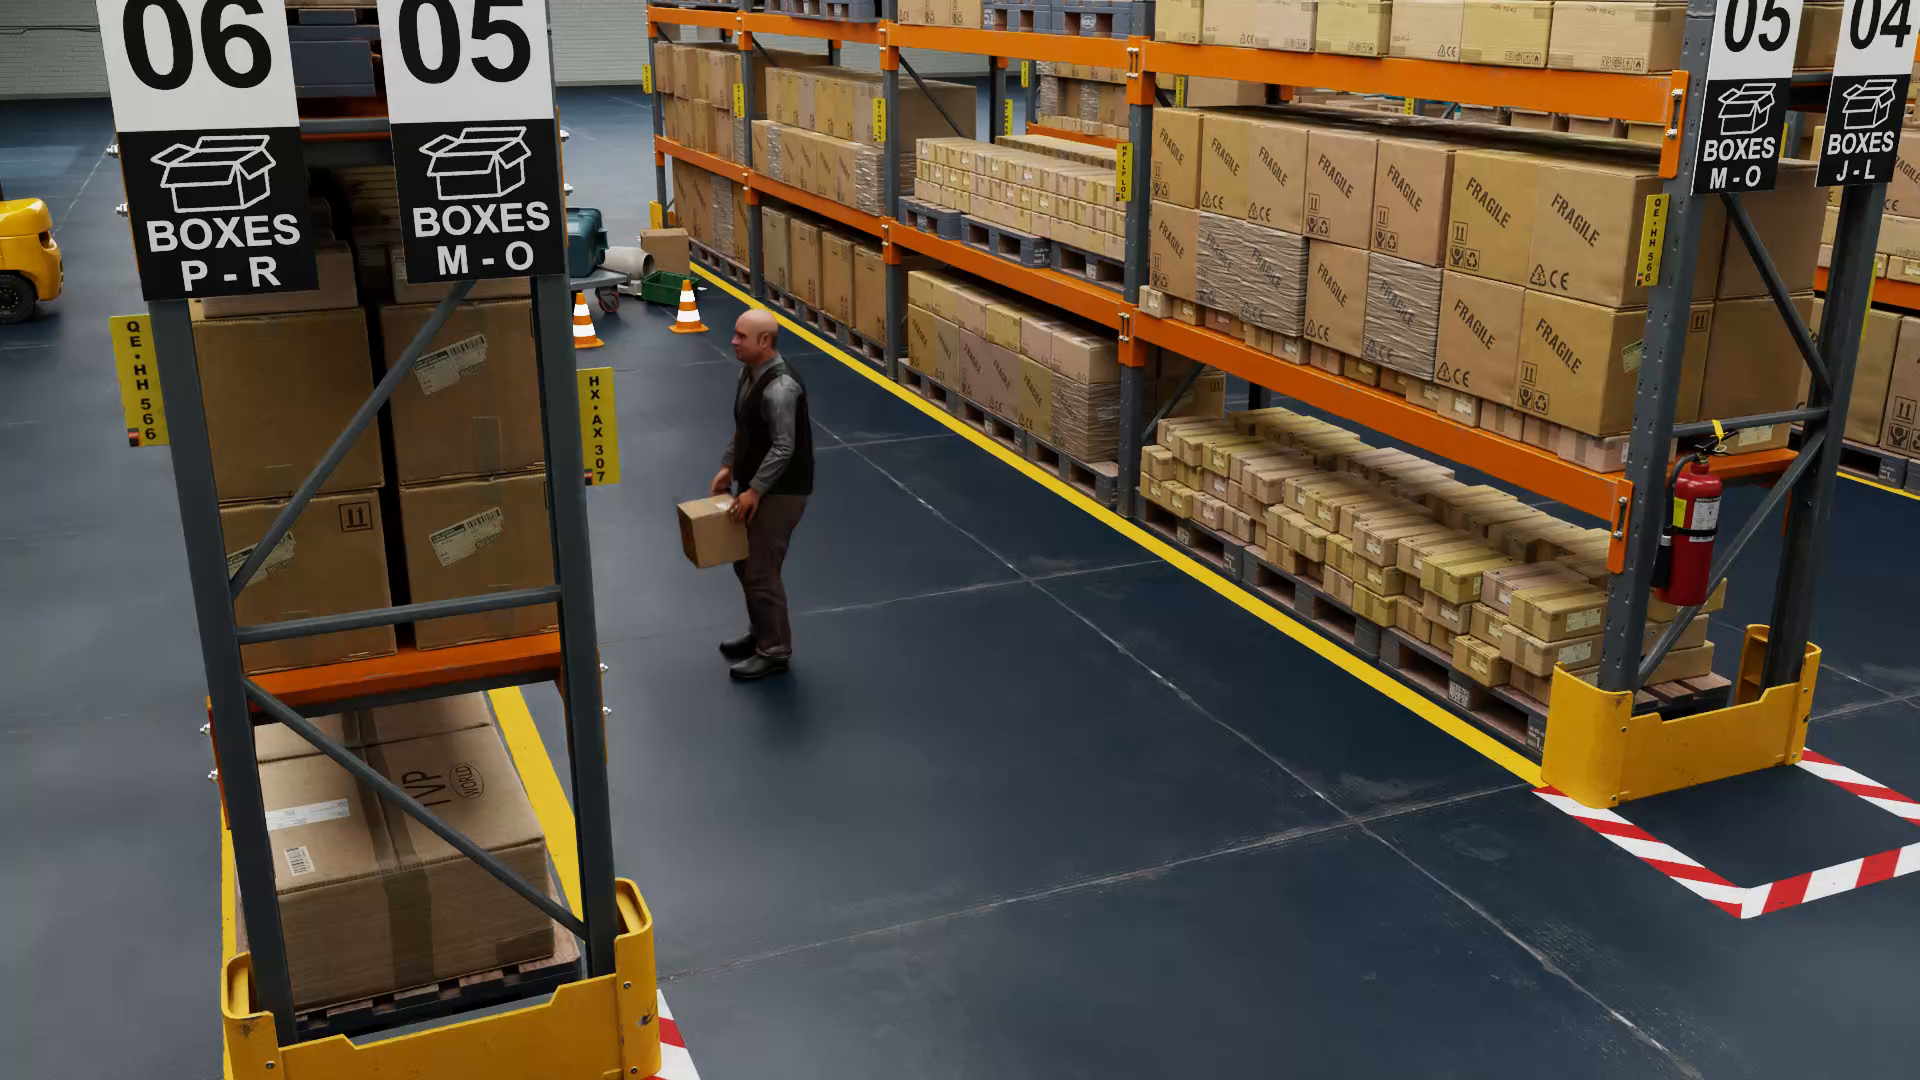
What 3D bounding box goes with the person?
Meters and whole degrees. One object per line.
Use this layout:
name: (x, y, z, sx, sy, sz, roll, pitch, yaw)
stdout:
person: (-0.918, -0.177, 7.763, 0.470, 1.632, 0.551, -8, 20, -23)
